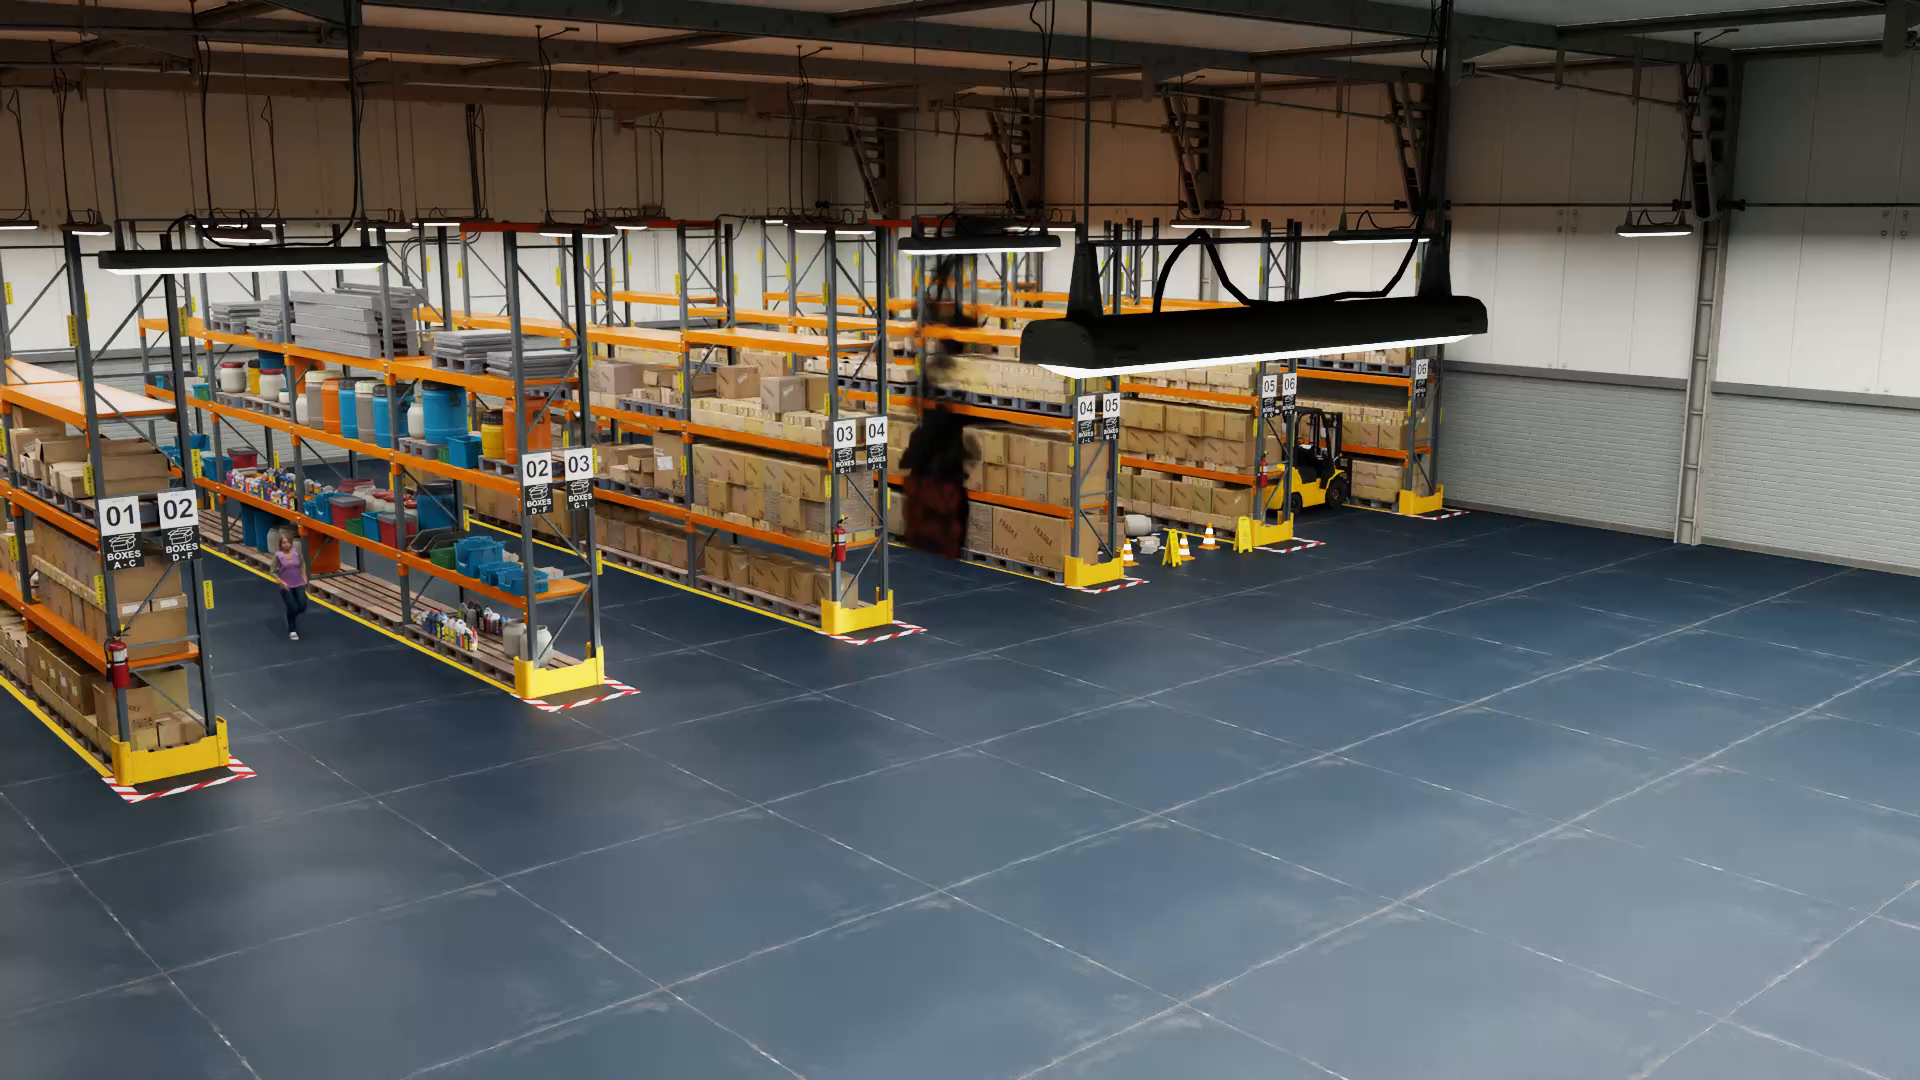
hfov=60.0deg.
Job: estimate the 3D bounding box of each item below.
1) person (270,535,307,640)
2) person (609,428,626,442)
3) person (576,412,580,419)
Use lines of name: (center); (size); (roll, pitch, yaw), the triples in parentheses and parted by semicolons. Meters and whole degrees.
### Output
person: (-9.875, 0.694, 24.535); (0.545, 1.564, 0.490); (-10, 15, -40)
person: (-8.514, -2.785, 41.379); (0.561, 1.686, 0.738); (1, 11, 5)
person: (-8.536, -2.052, 37.649); (0.736, 1.737, 0.644); (-8, 14, -35)
